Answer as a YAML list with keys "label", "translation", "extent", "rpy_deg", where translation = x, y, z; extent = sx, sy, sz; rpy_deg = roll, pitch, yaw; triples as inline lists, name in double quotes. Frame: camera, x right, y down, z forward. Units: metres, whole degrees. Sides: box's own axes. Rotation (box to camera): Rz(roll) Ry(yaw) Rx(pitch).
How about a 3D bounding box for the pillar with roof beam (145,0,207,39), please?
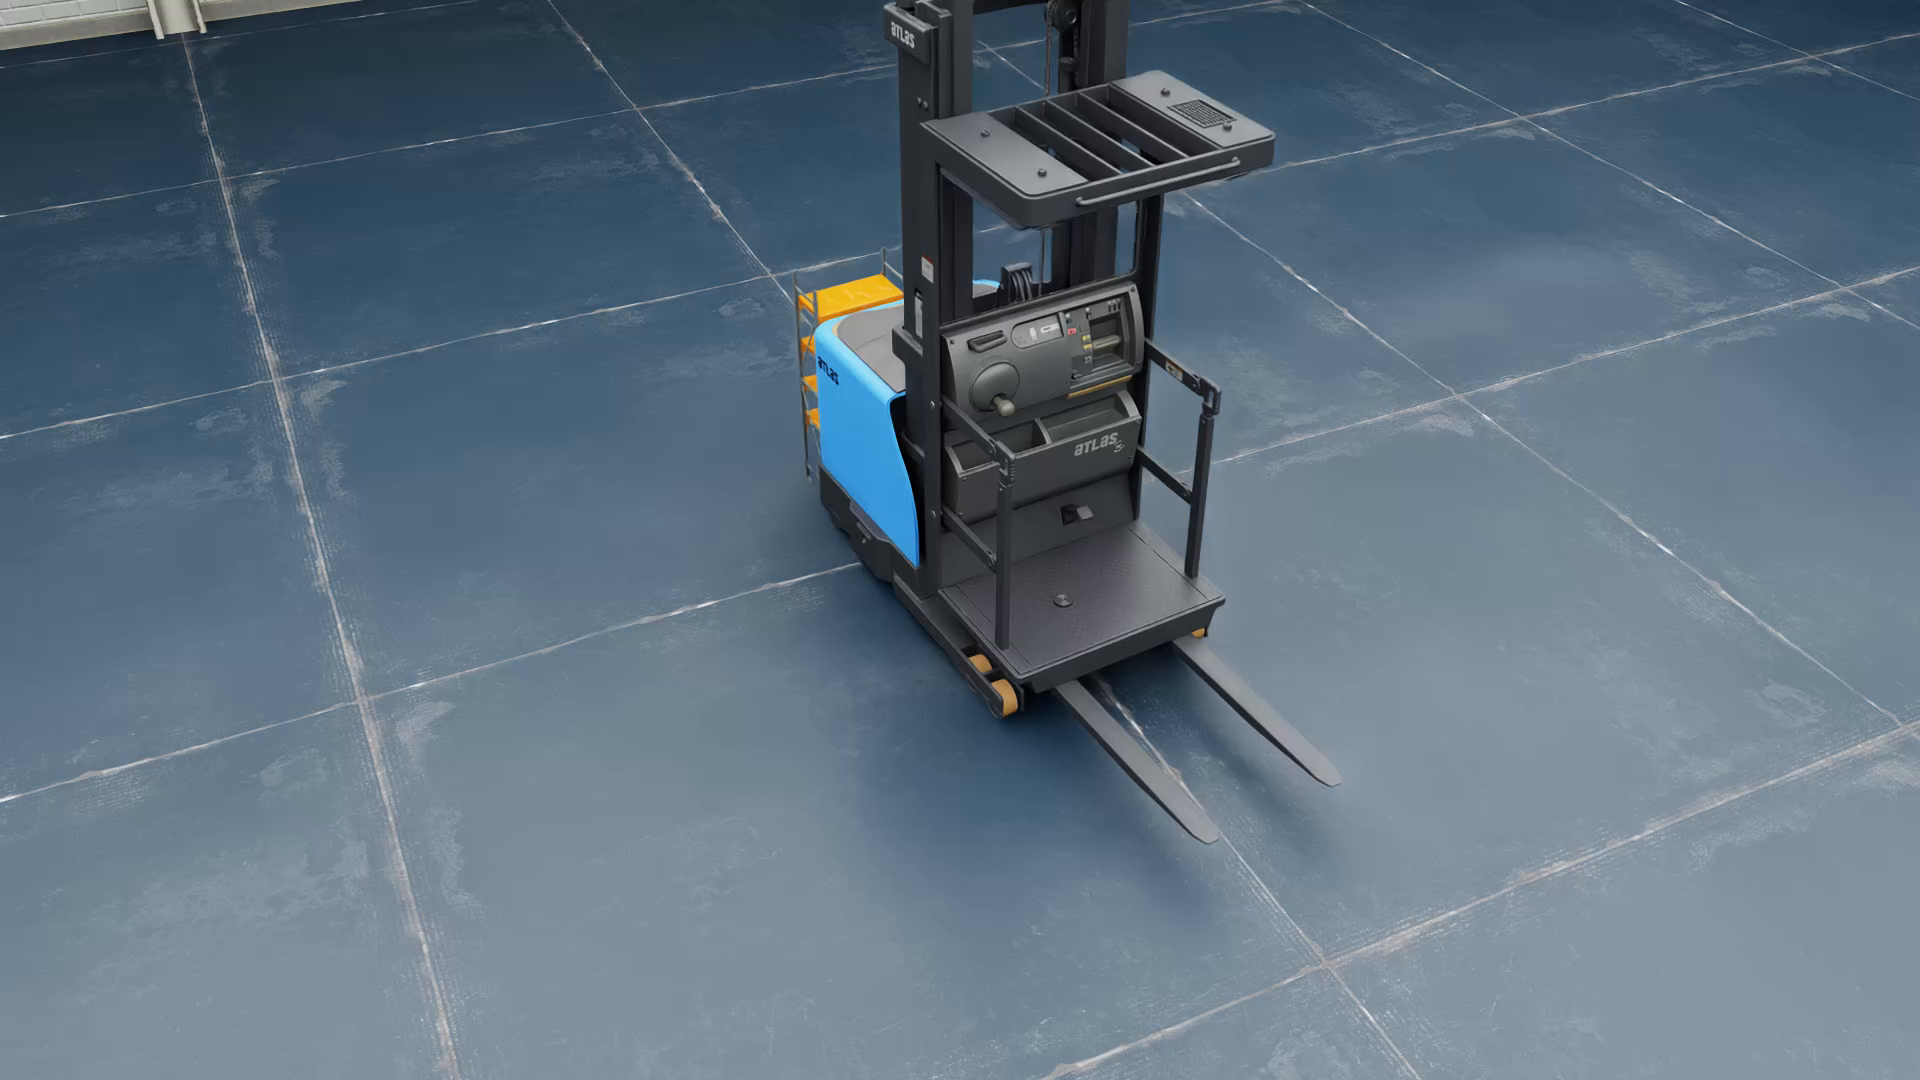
- label: "pillar with roof beam"
  translation: [-4.764, -5.609, 8.258]
  extent: [0.400, 9.000, 9.100]
  rpy_deg: [-16, 39, -20]

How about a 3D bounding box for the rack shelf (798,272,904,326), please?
- label: "rack shelf"
  translation: [-0.529, -1.139, 8.119]
  extent: [0.480, 0.148, 0.258]
  rpy_deg: [-19, 41, -24]

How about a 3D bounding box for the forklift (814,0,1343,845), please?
- label: "forklift"
  translation: [0.471, -0.722, 6.763]
  extent: [1.130, 2.935, 3.031]
  rpy_deg: [-19, 41, -24]

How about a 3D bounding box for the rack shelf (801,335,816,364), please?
- label: "rack shelf"
  translation: [-0.529, -0.949, 8.260]
  extent: [0.480, 0.148, 0.258]
  rpy_deg: [-19, 41, -24]

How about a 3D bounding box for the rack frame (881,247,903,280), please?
- label: "rack frame"
  translation: [-0.319, -0.898, 8.453]
  extent: [0.015, 1.200, 0.240]
  rpy_deg: [-19, 41, -24]

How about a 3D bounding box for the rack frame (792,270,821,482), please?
- label: "rack frame"
  translation: [-0.739, -0.750, 8.254]
  extent: [0.015, 1.200, 0.240]
  rpy_deg: [-19, 41, -24]

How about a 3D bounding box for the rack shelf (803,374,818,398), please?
- label: "rack shelf"
  translation: [-0.529, -0.770, 8.394]
  extent: [0.480, 0.148, 0.258]
  rpy_deg: [-19, 41, -24]

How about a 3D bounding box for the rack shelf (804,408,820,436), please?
- label: "rack shelf"
  translation: [-0.529, -0.610, 8.512]
  extent: [0.480, 0.148, 0.258]
  rpy_deg: [-19, 41, -24]

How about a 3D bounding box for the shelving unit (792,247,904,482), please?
- label: "shelving unit"
  translation: [-0.529, -0.824, 8.353]
  extent: [0.503, 1.200, 0.258]
  rpy_deg: [-19, 41, -24]
